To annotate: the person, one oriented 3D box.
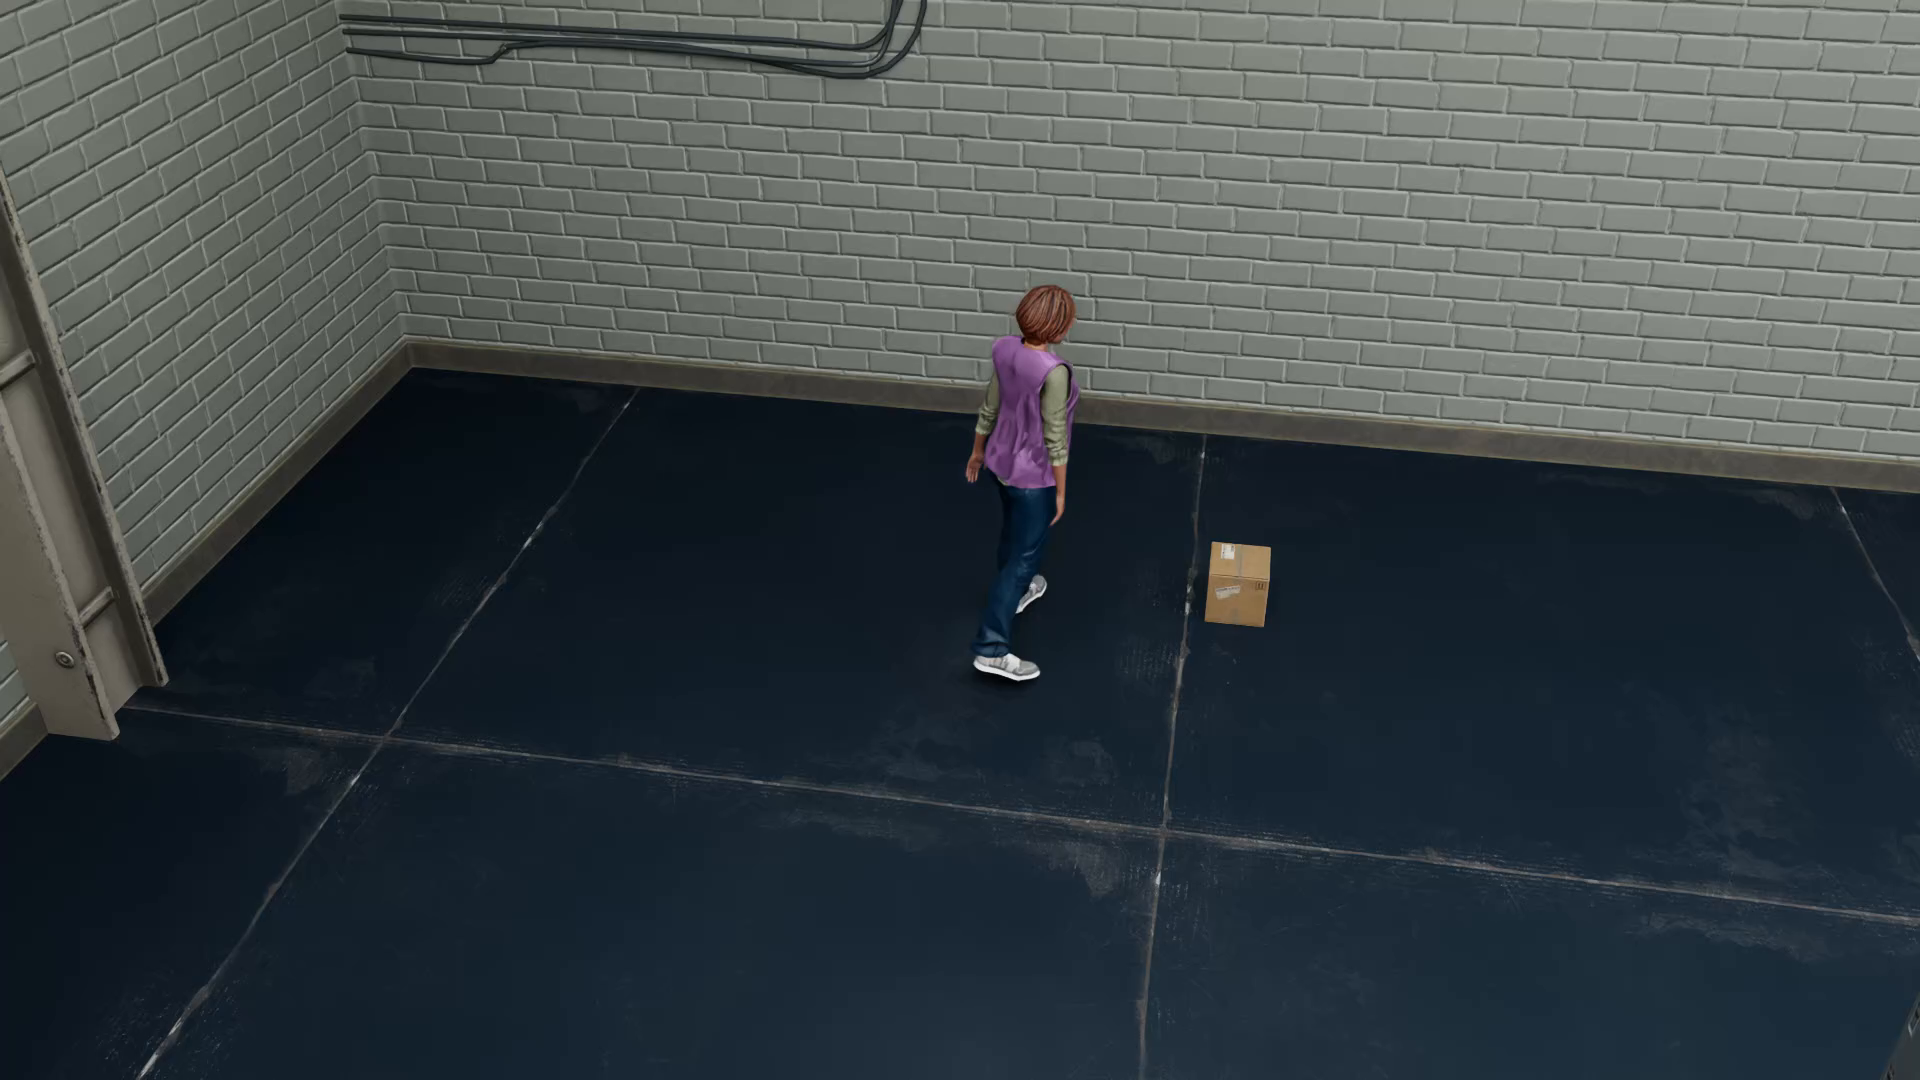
[{"bbox_3d":[0.254,-0.247,6.524,0.620,1.573,0.582,-20,38,-28],"label":"person"}]
